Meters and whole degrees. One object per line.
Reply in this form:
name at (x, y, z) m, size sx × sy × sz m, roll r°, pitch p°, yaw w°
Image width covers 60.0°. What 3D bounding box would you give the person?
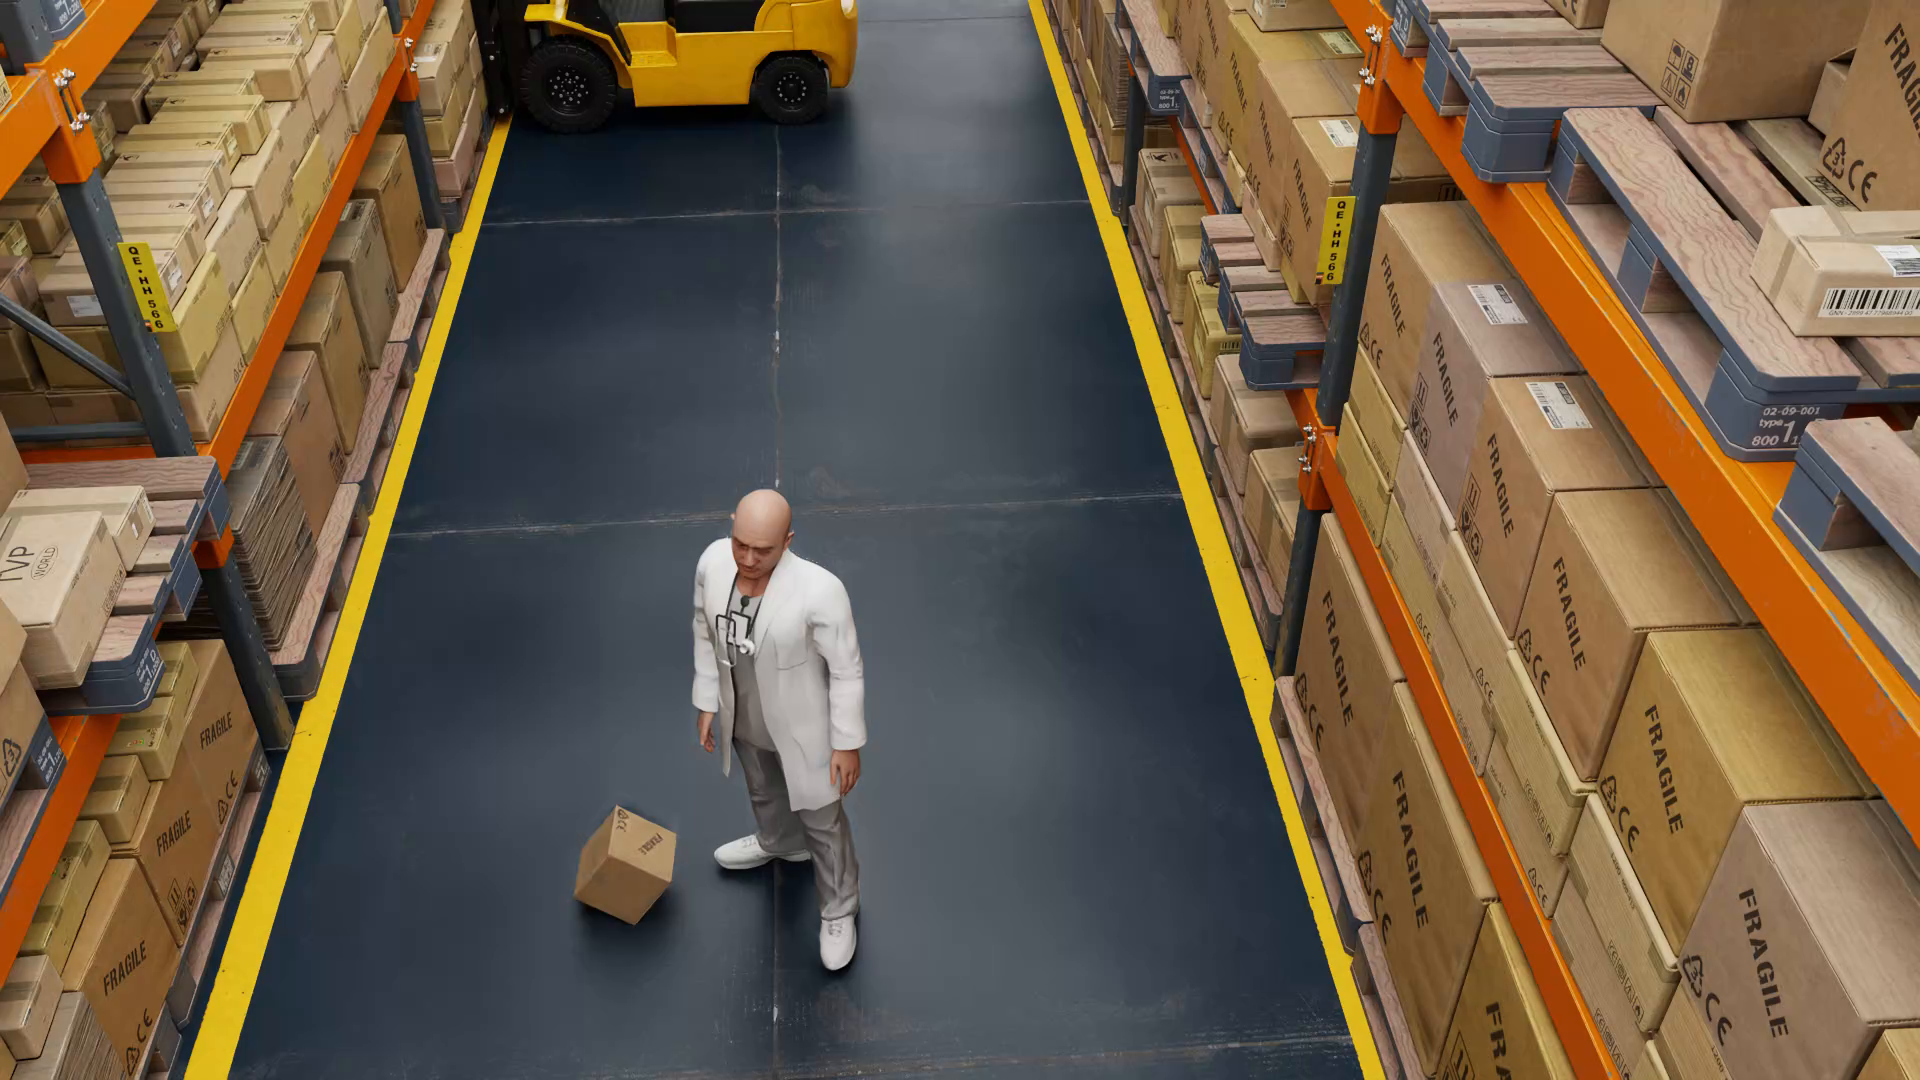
person at (-0.592, 0.576, 5.403) m, size 0.689 × 1.781 × 0.455 m, roll 21°, pitch 43°, yaw 24°
